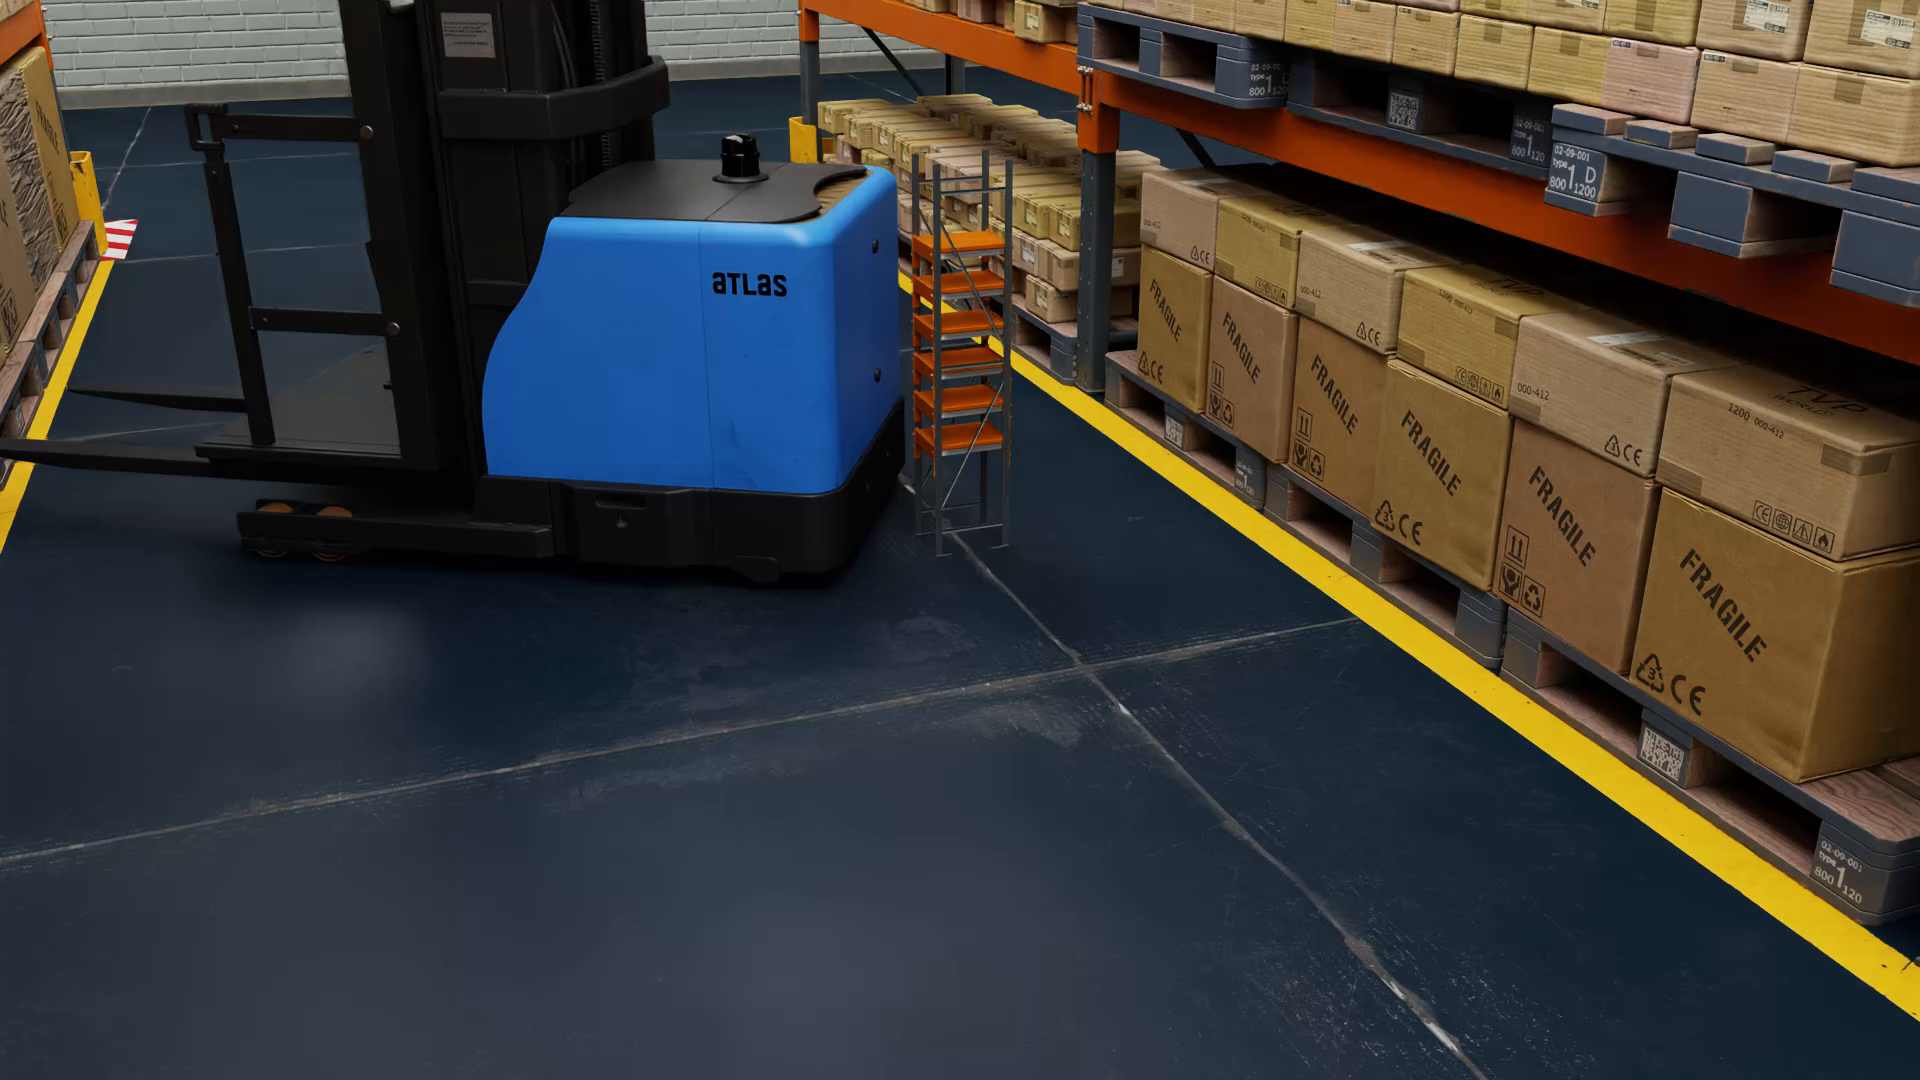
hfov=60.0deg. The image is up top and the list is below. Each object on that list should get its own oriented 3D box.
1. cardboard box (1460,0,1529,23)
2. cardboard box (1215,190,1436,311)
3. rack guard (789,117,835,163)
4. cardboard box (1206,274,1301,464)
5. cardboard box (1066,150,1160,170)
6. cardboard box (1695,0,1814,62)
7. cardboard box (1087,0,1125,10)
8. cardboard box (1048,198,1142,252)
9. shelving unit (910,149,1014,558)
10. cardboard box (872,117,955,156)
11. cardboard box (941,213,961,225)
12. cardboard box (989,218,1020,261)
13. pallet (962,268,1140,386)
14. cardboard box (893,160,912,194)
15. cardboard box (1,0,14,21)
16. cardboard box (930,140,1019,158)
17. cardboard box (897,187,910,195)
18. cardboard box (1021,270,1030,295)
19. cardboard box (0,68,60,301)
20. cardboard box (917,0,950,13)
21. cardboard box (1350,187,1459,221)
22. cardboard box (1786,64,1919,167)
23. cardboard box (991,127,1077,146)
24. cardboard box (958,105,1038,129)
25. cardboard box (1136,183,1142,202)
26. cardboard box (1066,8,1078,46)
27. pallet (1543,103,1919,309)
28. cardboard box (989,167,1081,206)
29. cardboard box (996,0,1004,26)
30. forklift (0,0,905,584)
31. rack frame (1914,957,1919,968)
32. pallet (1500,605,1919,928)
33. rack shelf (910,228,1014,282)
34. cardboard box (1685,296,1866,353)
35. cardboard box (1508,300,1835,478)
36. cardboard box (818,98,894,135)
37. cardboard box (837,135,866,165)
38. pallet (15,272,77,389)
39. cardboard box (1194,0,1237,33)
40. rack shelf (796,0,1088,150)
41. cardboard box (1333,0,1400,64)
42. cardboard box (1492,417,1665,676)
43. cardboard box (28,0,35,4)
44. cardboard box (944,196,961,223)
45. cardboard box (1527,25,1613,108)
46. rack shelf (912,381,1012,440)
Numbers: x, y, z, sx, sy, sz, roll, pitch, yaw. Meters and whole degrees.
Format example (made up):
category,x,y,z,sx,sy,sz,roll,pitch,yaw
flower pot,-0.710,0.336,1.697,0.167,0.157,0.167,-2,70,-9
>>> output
category,x,y,z,sx,sy,sz,roll,pitch,yaw
cardboard box,1.402,-1.299,3.870,0.380,0.149,0.250,-9,24,-19
cardboard box,1.158,-0.936,5.321,0.500,0.250,0.500,-8,24,-18
rack guard,-0.432,-2.321,10.113,1.175,0.500,0.348,-8,24,-19
cardboard box,1.155,-0.592,5.469,0.500,0.500,0.500,-7,24,-17
cardboard box,0.722,-1.743,7.888,0.380,0.149,0.250,-8,24,-18
cardboard box,1.671,-1.022,3.213,0.380,0.149,0.250,-7,24,-17
cardboard box,0.663,-1.918,5.722,0.380,0.149,0.250,-10,25,-22
cardboard box,0.585,-1.294,6.823,0.380,0.149,0.250,-8,24,-17
shelving unit,0.005,-0.548,5.004,0.258,1.200,0.189,-8,24,-19
cardboard box,-0.248,-2.146,8.843,0.380,0.149,0.250,-10,25,-22
cardboard box,0.102,-1.502,8.083,0.380,0.149,0.250,-8,24,-18
cardboard box,0.327,-1.326,7.281,0.380,0.149,0.250,-9,25,-21
pallet,0.684,-1.001,7.353,1.003,0.211,1.213,-8,24,-19
cardboard box,-0.129,-1.916,8.681,0.380,0.149,0.250,-10,25,-22
cardboard box,-4.432,-2.380,7.357,0.380,0.149,0.250,-8,24,-18
cardboard box,0.070,-1.864,8.173,0.380,0.149,0.250,-8,24,-19
cardboard box,-0.143,-1.785,8.753,0.380,0.149,0.250,-8,24,-19
cardboard box,0.483,-1.128,7.195,0.380,0.149,0.250,-8,24,-18
cardboard box,-4.512,-1.519,7.186,0.875,0.875,0.875,-8,24,-19
cardboard box,0.015,-2.561,7.788,0.380,0.149,0.250,-8,24,-18
cardboard box,1.623,-1.010,5.495,0.500,0.250,0.500,-7,24,-16
cardboard box,1.763,-0.787,3.039,0.380,0.149,0.250,-8,24,-18
cardboard box,0.379,-2.017,8.538,0.380,0.149,0.250,-9,25,-21
cardboard box,0.210,-2.321,9.258,0.380,0.149,0.250,-9,24,-20
cardboard box,0.984,-1.463,7.222,0.380,0.149,0.250,-7,24,-16
cardboard box,0.634,-2.003,6.463,0.380,0.149,0.250,-9,24,-20
pallet,2.016,-0.749,3.413,1.213,0.211,1.003,-8,24,-19
cardboard box,0.344,-1.576,7.492,0.380,0.149,0.250,-8,24,-17
cardboard box,0.376,-2.290,7.144,0.380,0.149,0.250,-9,24,-20
forklift,-1.753,-1.481,4.990,3.031,2.935,1.130,4,23,9
rack frame,2.367,-0.593,2.796,1.000,3.000,0.127,-8,24,-19
pallet,2.092,0.407,4.012,1.003,0.211,1.213,-8,24,-19
rack shelf,0.005,-0.838,4.882,0.258,0.103,0.180,-8,24,-19
cardboard box,2.171,-0.449,4.165,0.500,0.250,0.500,-9,24,-20
cardboard box,1.692,-0.375,3.990,0.500,0.250,0.500,-8,24,-18
cardboard box,-0.592,-2.417,9.487,0.380,0.149,0.250,-10,25,-21
cardboard box,-0.470,-2.184,9.317,0.380,0.149,0.250,-8,24,-19
pallet,-4.352,-0.849,6.993,1.003,0.211,1.213,-8,24,-19
cardboard box,0.939,-1.636,5.052,0.380,0.149,0.250,-8,24,-18
rack shelf,0.248,-2.442,8.108,1.077,0.370,4.000,-8,24,-19
cardboard box,1.215,-1.353,4.380,0.380,0.149,0.250,-10,25,-21
cardboard box,1.710,-0.028,4.131,0.500,0.500,0.500,-7,24,-17
cardboard box,-4.701,-2.656,8.014,0.380,0.149,0.250,-8,24,-18
cardboard box,0.146,-1.621,7.980,0.380,0.149,0.250,-10,25,-21
cardboard box,1.501,-1.062,3.691,0.380,0.149,0.250,-9,24,-20
rack shelf,0.005,-0.396,5.068,0.258,0.103,0.180,-8,24,-19
